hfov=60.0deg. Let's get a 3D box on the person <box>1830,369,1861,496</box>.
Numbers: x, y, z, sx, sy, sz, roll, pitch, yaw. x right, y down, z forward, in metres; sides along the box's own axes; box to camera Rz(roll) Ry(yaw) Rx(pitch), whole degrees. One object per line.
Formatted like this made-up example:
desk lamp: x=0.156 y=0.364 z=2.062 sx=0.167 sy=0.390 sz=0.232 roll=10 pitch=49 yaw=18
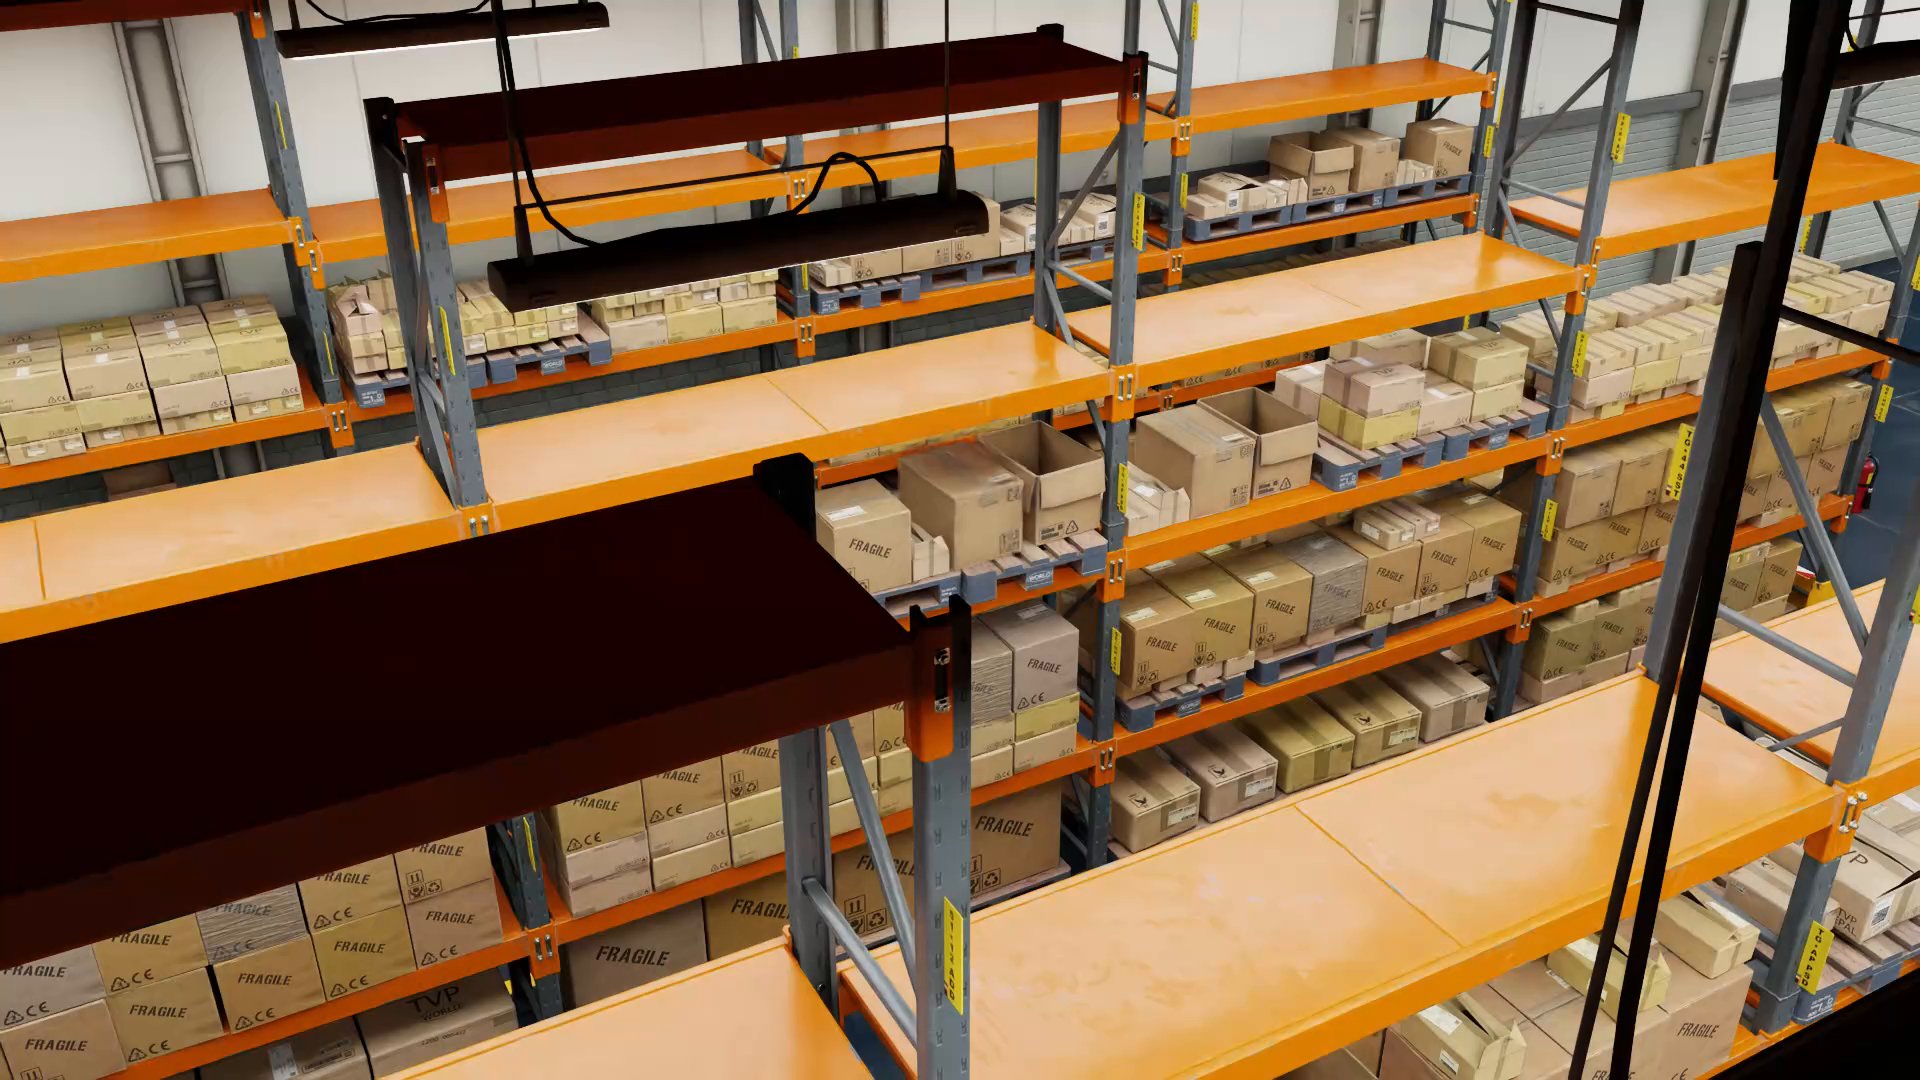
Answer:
person: x=9.057 y=-1.045 z=17.217 sx=0.801 sy=1.631 sz=0.449 roll=6 pitch=28 yaw=11
